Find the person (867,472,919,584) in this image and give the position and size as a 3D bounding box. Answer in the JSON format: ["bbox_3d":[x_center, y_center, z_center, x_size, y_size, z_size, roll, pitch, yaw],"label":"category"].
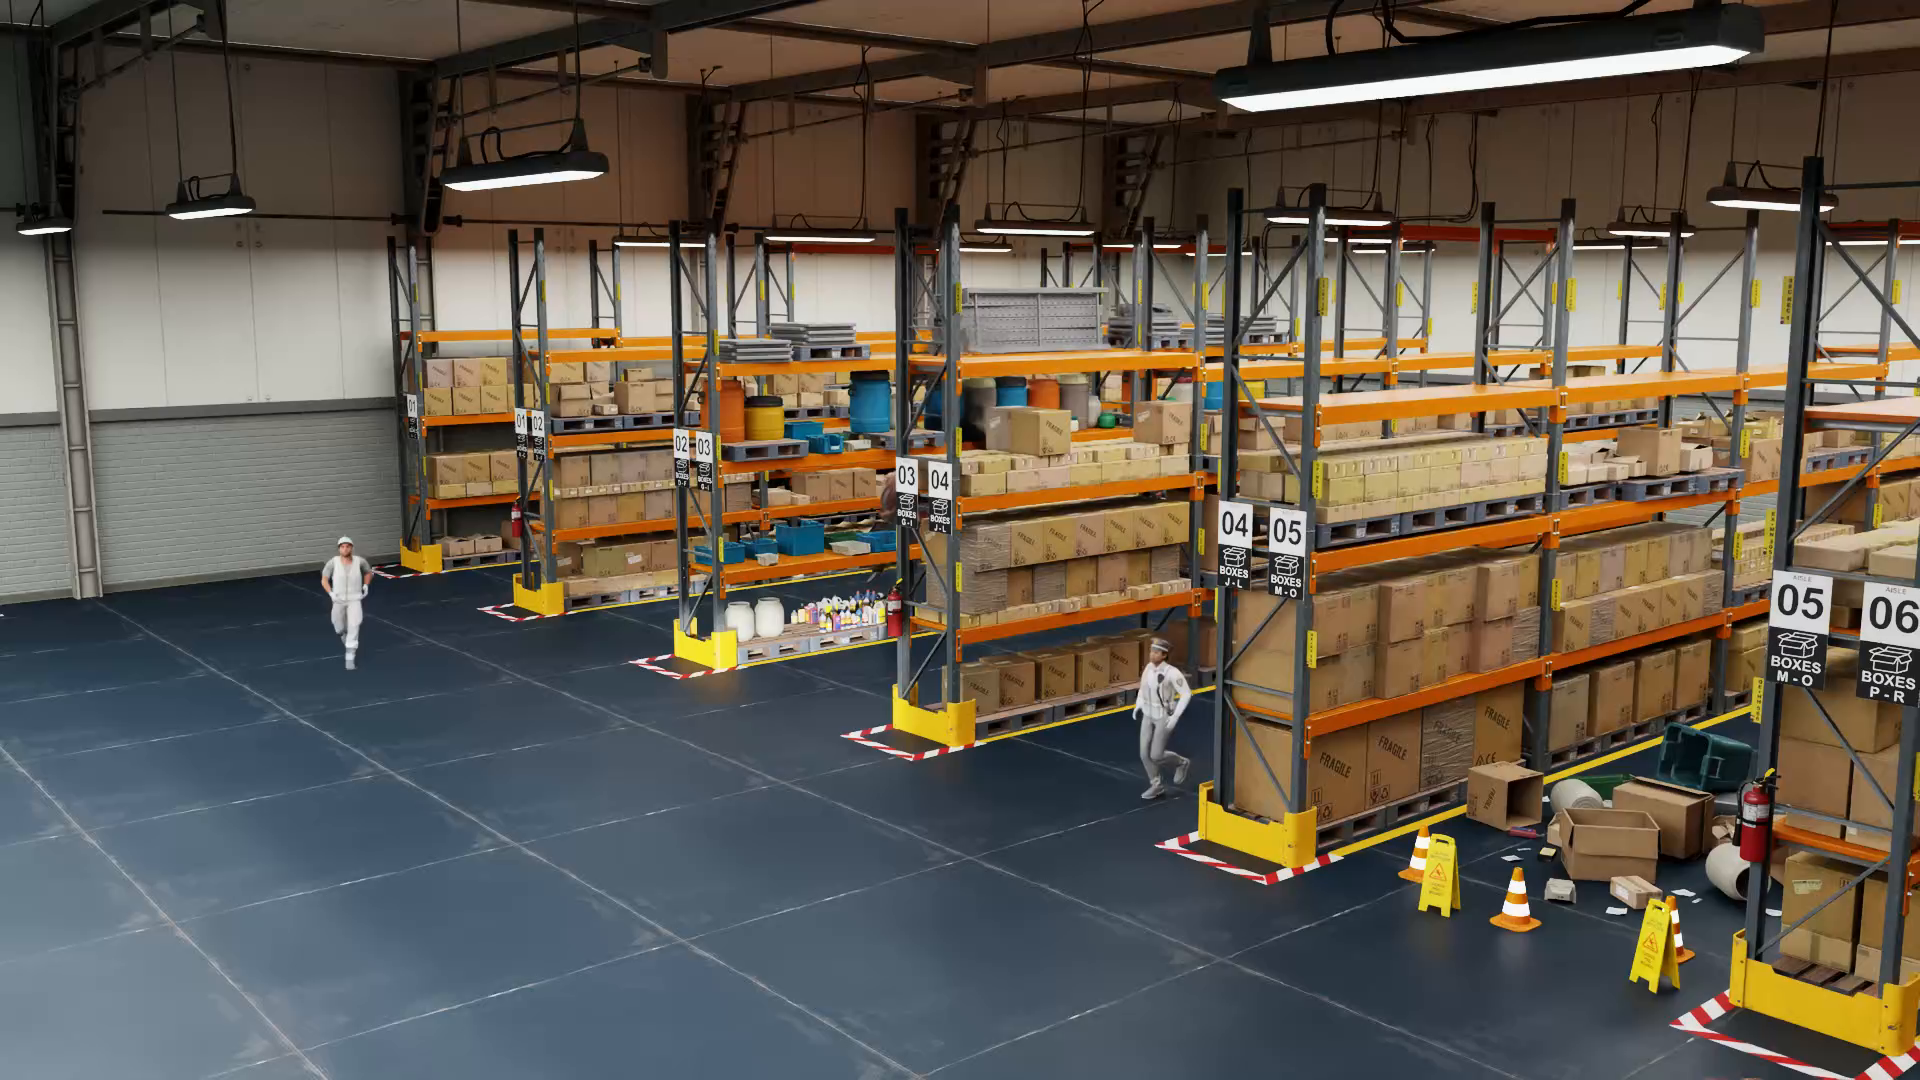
[{"bbox_3d":[-1.070,-0.229,27.654,0.674,1.816,1.187,8,12,42],"label":"person"}]

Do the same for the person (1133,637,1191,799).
[{"bbox_3d":[2.052,1.788,16.841,0.557,1.664,0.643,-7,12,-40],"label":"person"}]

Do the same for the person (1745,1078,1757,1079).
[{"bbox_3d":[3.468,3.222,7.349,0.632,1.760,0.820,5,10,27],"label":"person"}]

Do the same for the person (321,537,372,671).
[{"bbox_3d":[-8.391,0.832,22.772,0.634,1.767,1.049,-2,9,-15],"label":"person"}]
